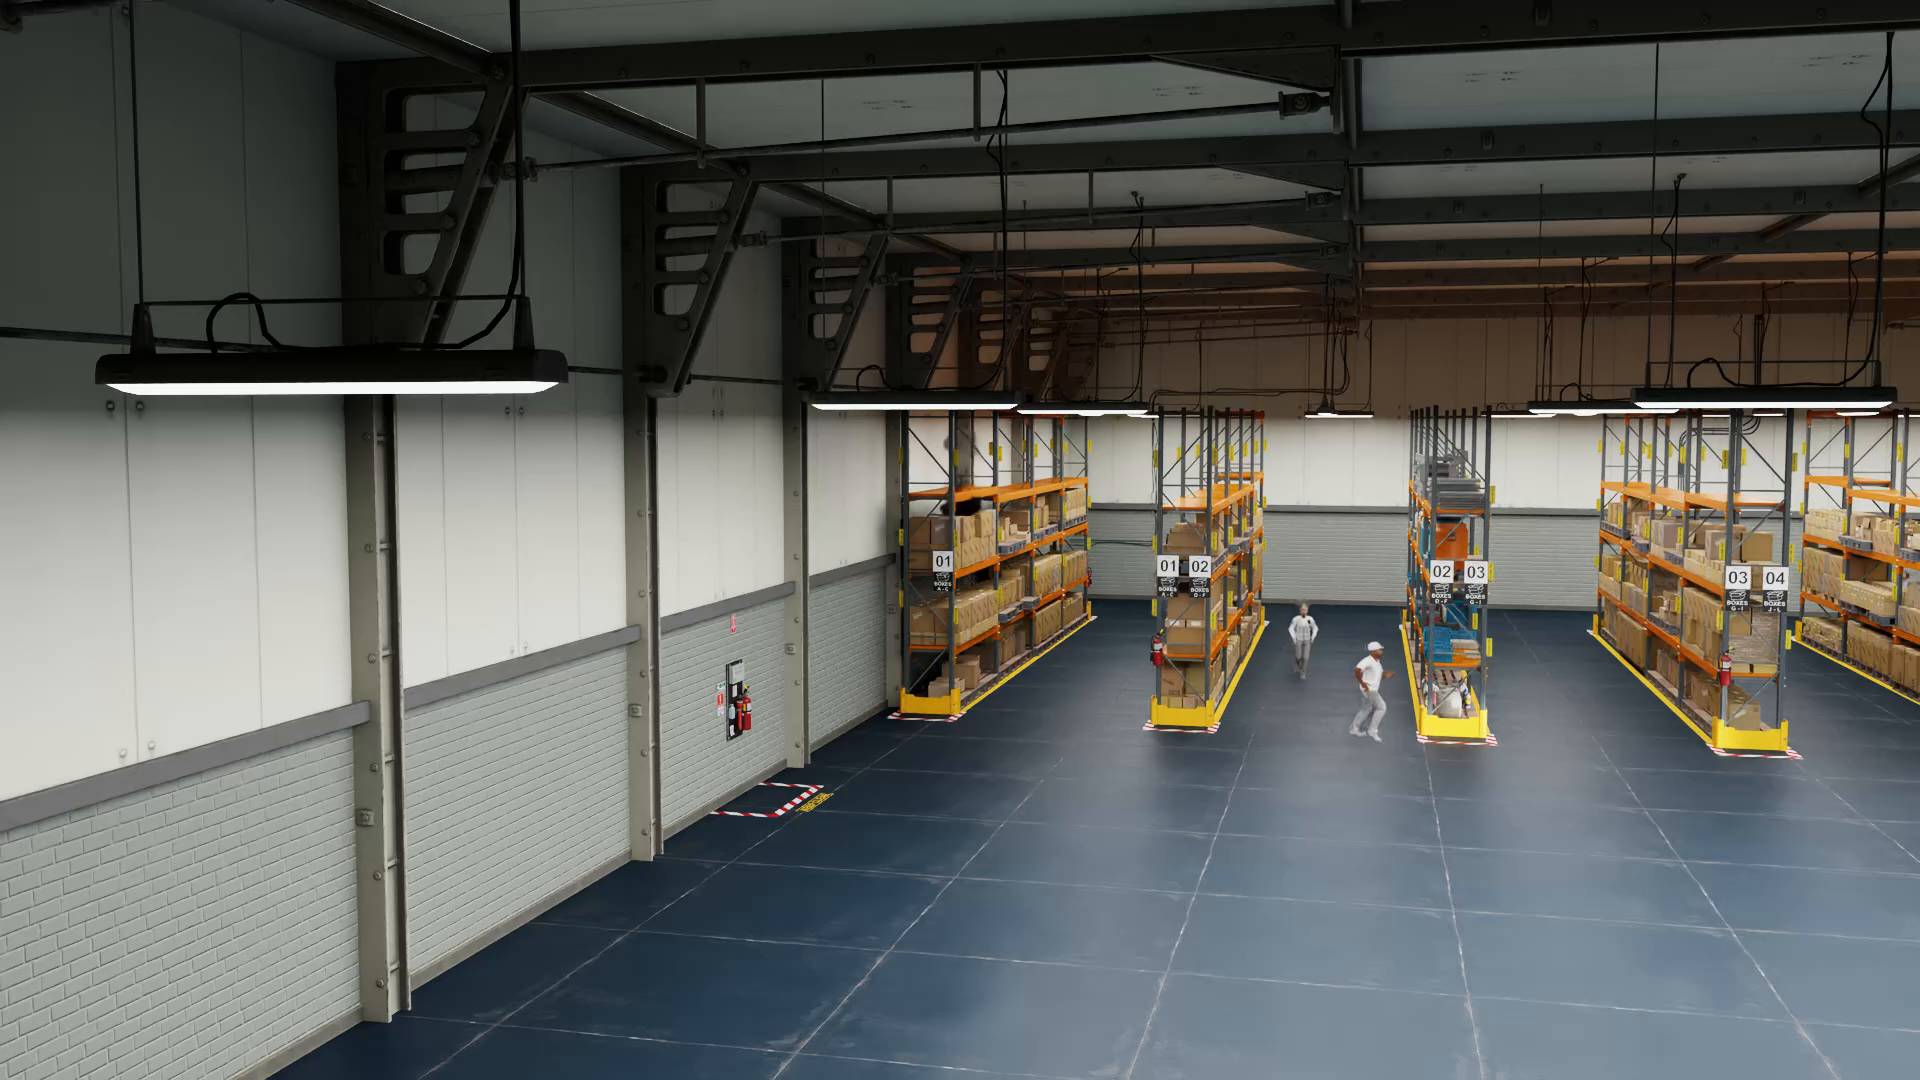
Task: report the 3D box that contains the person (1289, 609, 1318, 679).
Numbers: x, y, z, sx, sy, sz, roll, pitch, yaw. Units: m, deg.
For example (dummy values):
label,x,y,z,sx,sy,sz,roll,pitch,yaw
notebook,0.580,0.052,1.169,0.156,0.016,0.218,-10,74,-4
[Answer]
label,x,y,z,sx,sy,sz,roll,pitch,yaw
person,7.664,2.264,37.077,0.638,1.624,0.509,0,4,6

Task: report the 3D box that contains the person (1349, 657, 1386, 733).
label,x,y,z,sx,sy,sz,roll,pitch,yaw
person,7.317,2.768,29.823,0.669,1.383,0.675,2,4,21

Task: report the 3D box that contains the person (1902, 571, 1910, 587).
label,x,y,z,sx,sy,sz,roll,pitch,yaw
person,25.406,1.616,44.735,0.756,1.551,0.587,-1,4,-10
